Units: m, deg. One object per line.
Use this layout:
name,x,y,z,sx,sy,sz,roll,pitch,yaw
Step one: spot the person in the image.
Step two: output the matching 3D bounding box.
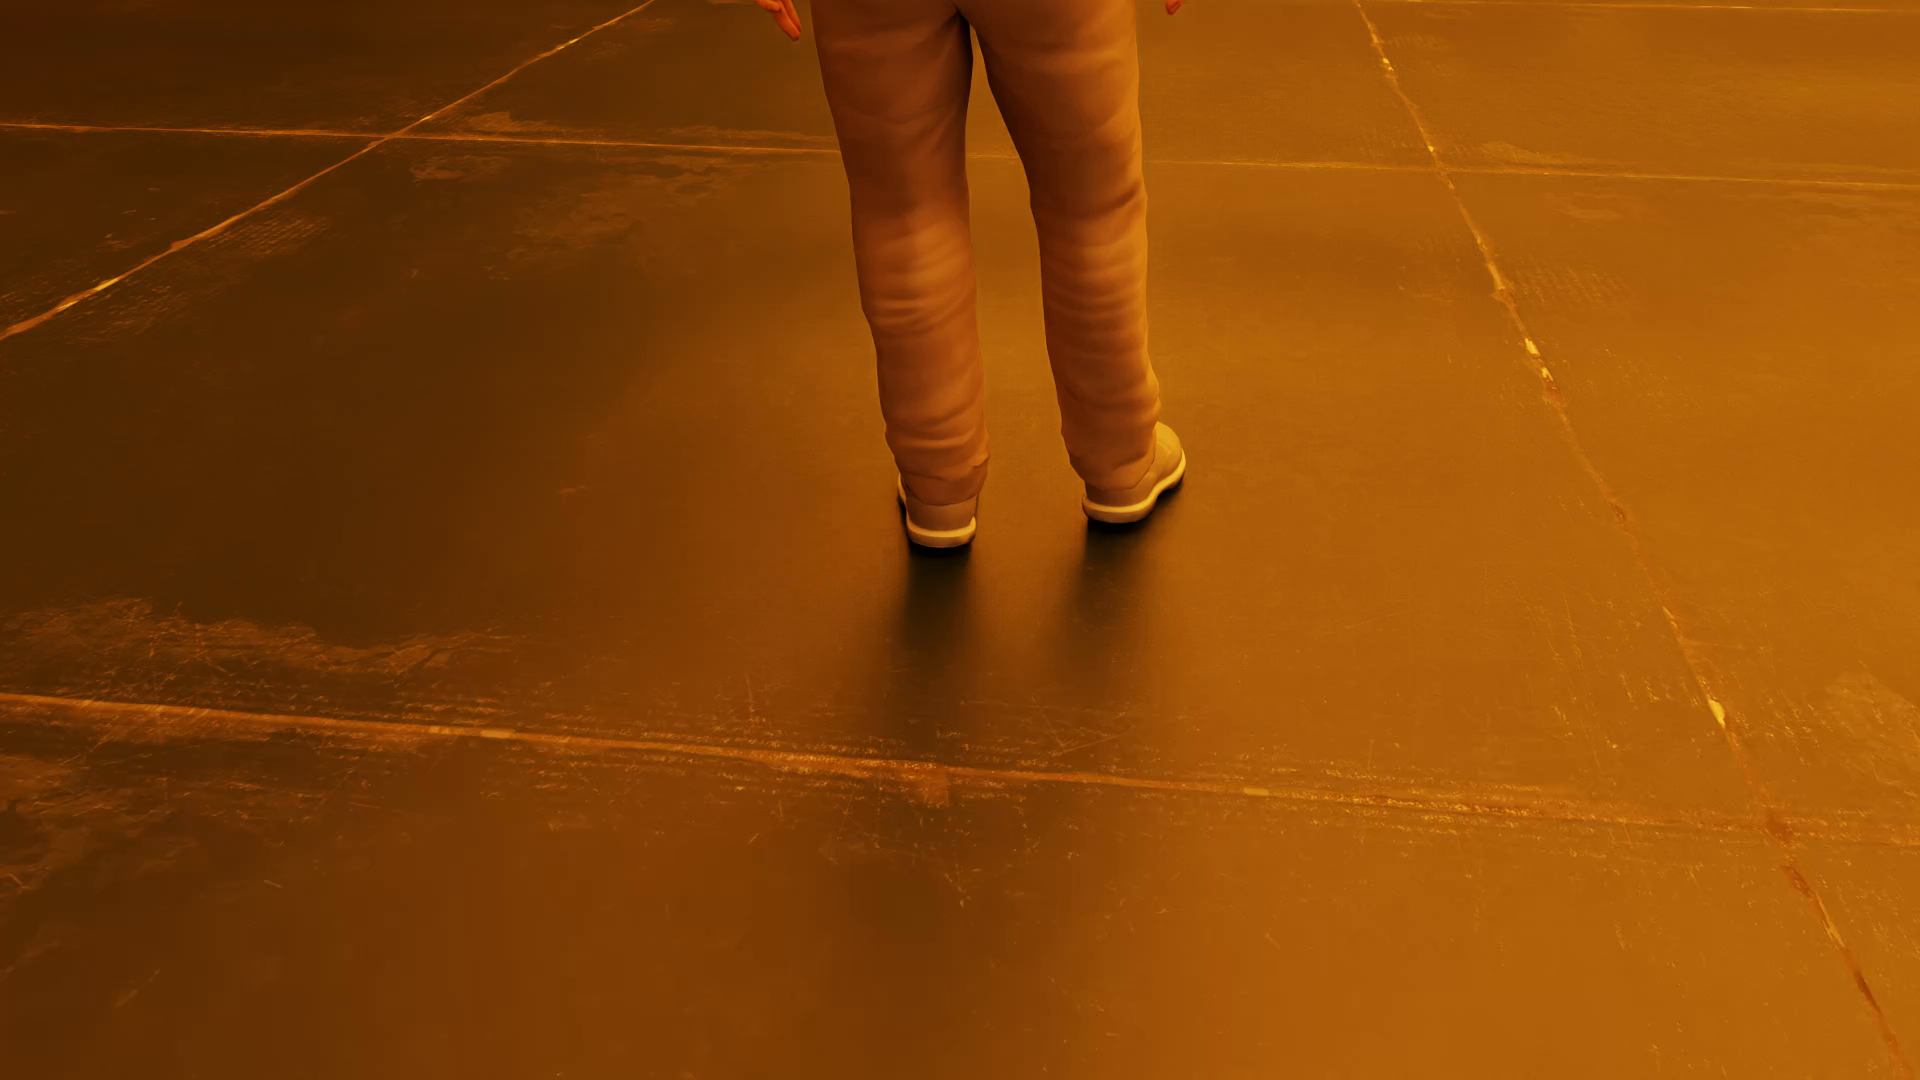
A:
person,0.024,-0.820,2.189,0.641,1.728,0.549,3,27,7
